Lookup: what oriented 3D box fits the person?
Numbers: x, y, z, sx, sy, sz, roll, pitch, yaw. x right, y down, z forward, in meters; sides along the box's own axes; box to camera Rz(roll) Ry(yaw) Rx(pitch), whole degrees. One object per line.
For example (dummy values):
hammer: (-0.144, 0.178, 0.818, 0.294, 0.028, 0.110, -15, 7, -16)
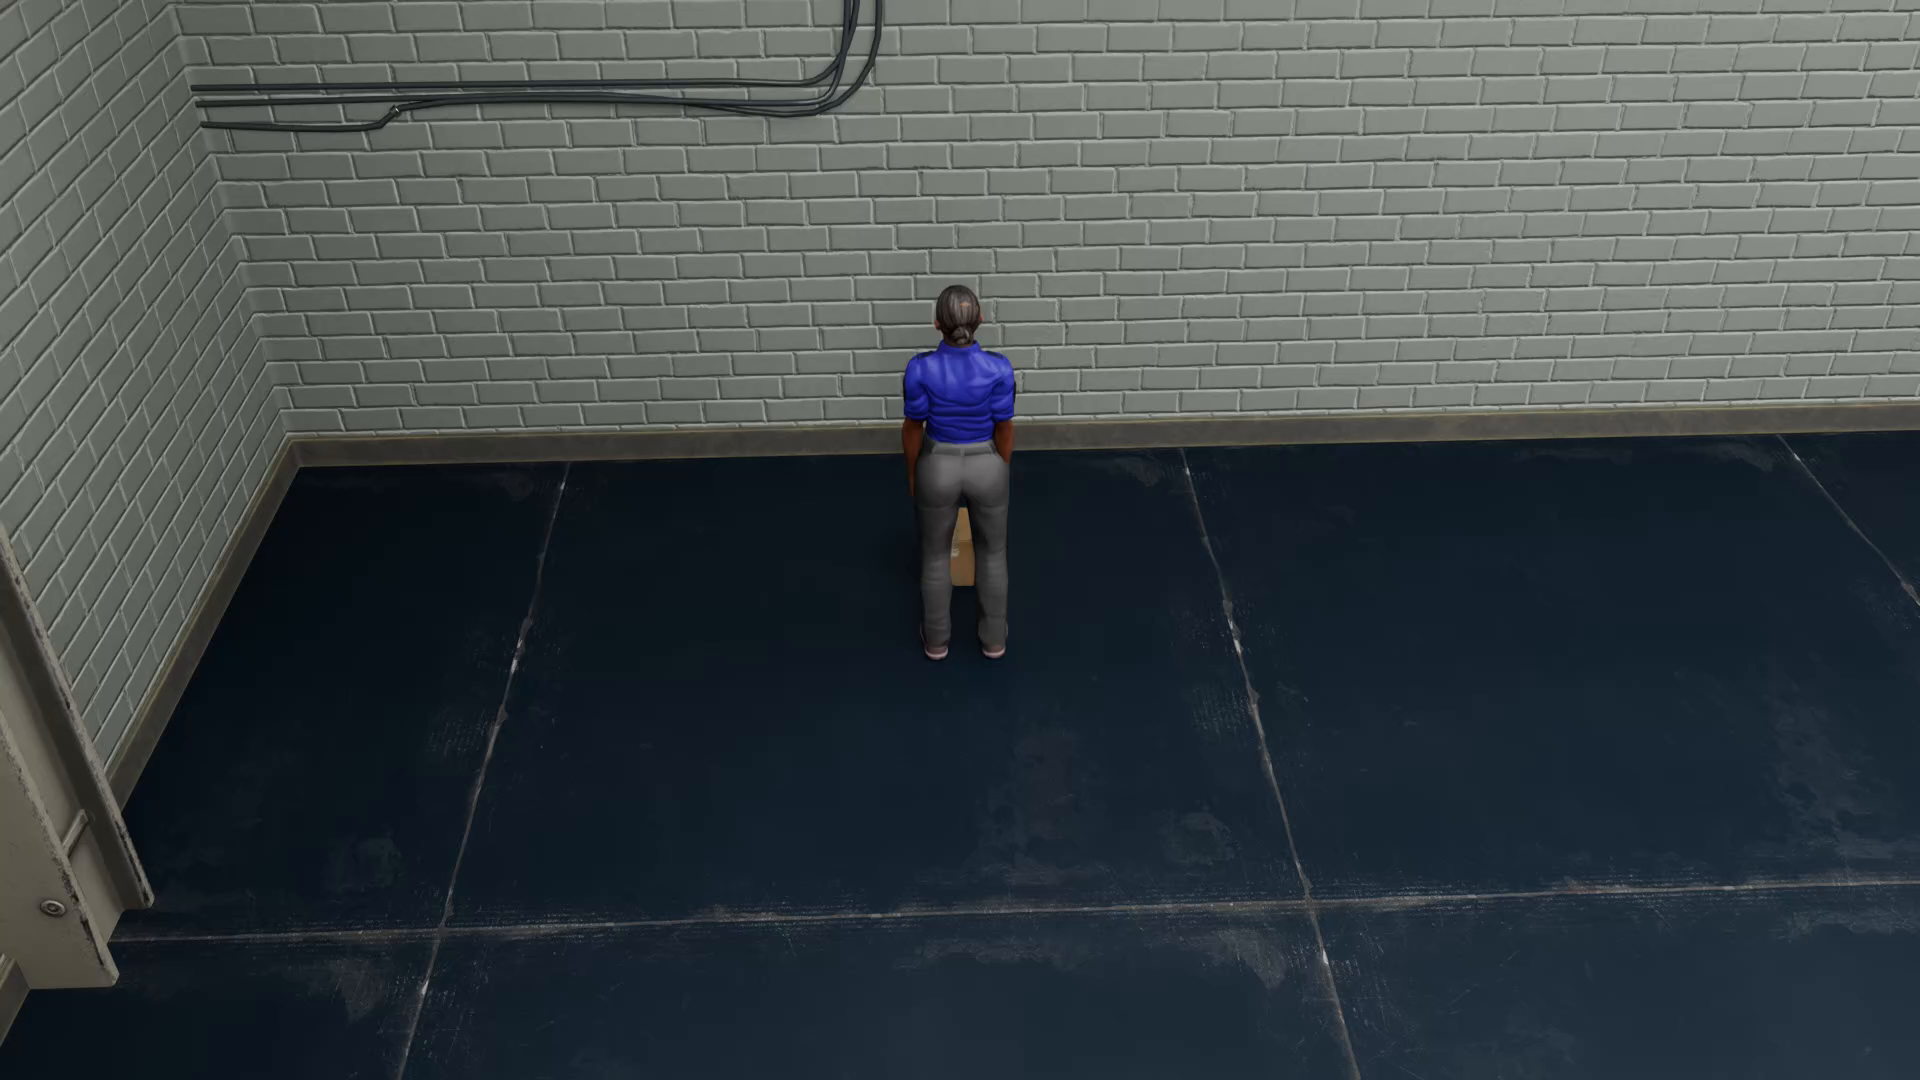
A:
person: (-0.007, -0.251, 6.507, 0.435, 1.656, 0.304, -1, 35, -1)
